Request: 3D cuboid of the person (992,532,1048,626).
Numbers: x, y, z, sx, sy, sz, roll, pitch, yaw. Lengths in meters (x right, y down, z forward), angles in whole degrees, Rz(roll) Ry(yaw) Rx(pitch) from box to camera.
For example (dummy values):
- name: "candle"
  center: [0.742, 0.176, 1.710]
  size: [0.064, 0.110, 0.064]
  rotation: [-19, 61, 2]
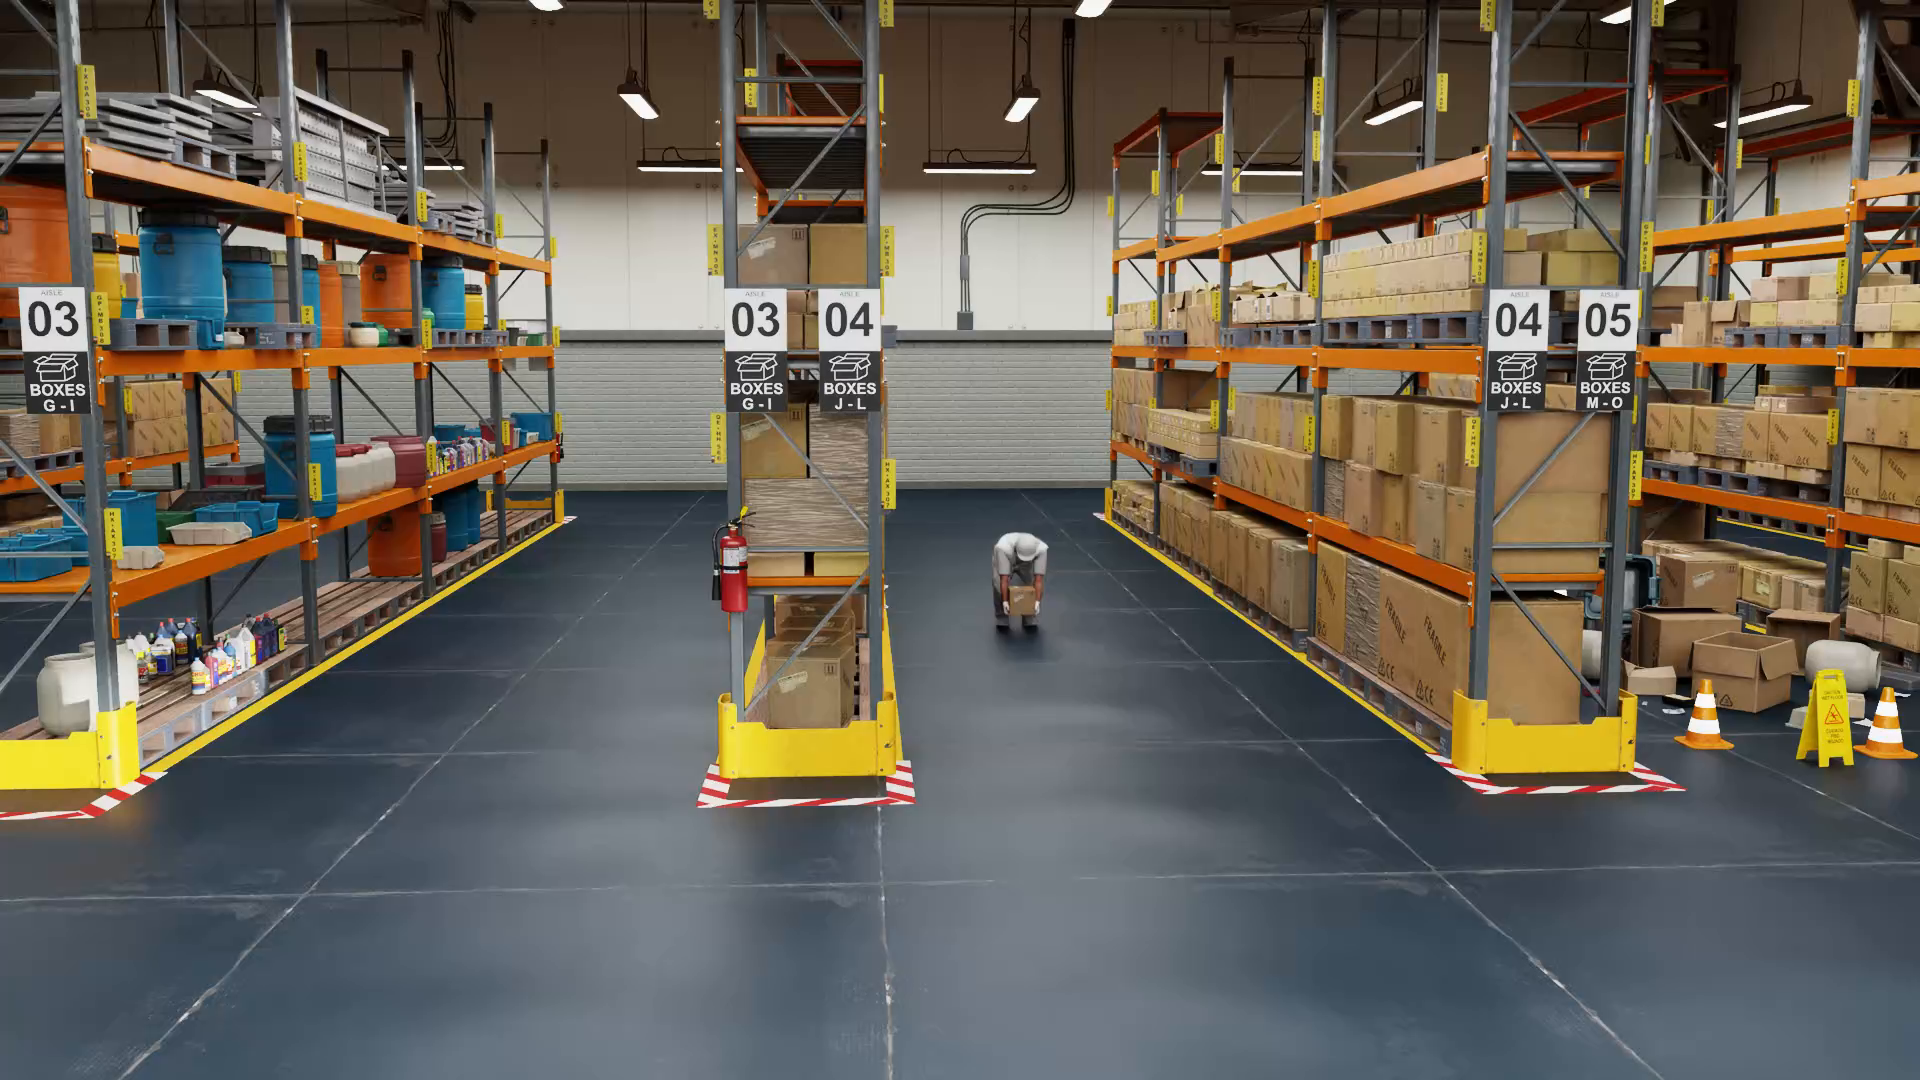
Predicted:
- name: "person"
  center: [0.600, 0.393, 16.706]
  size: [0.547, 0.993, 0.966]
  rotation: [-1, 7, -6]
